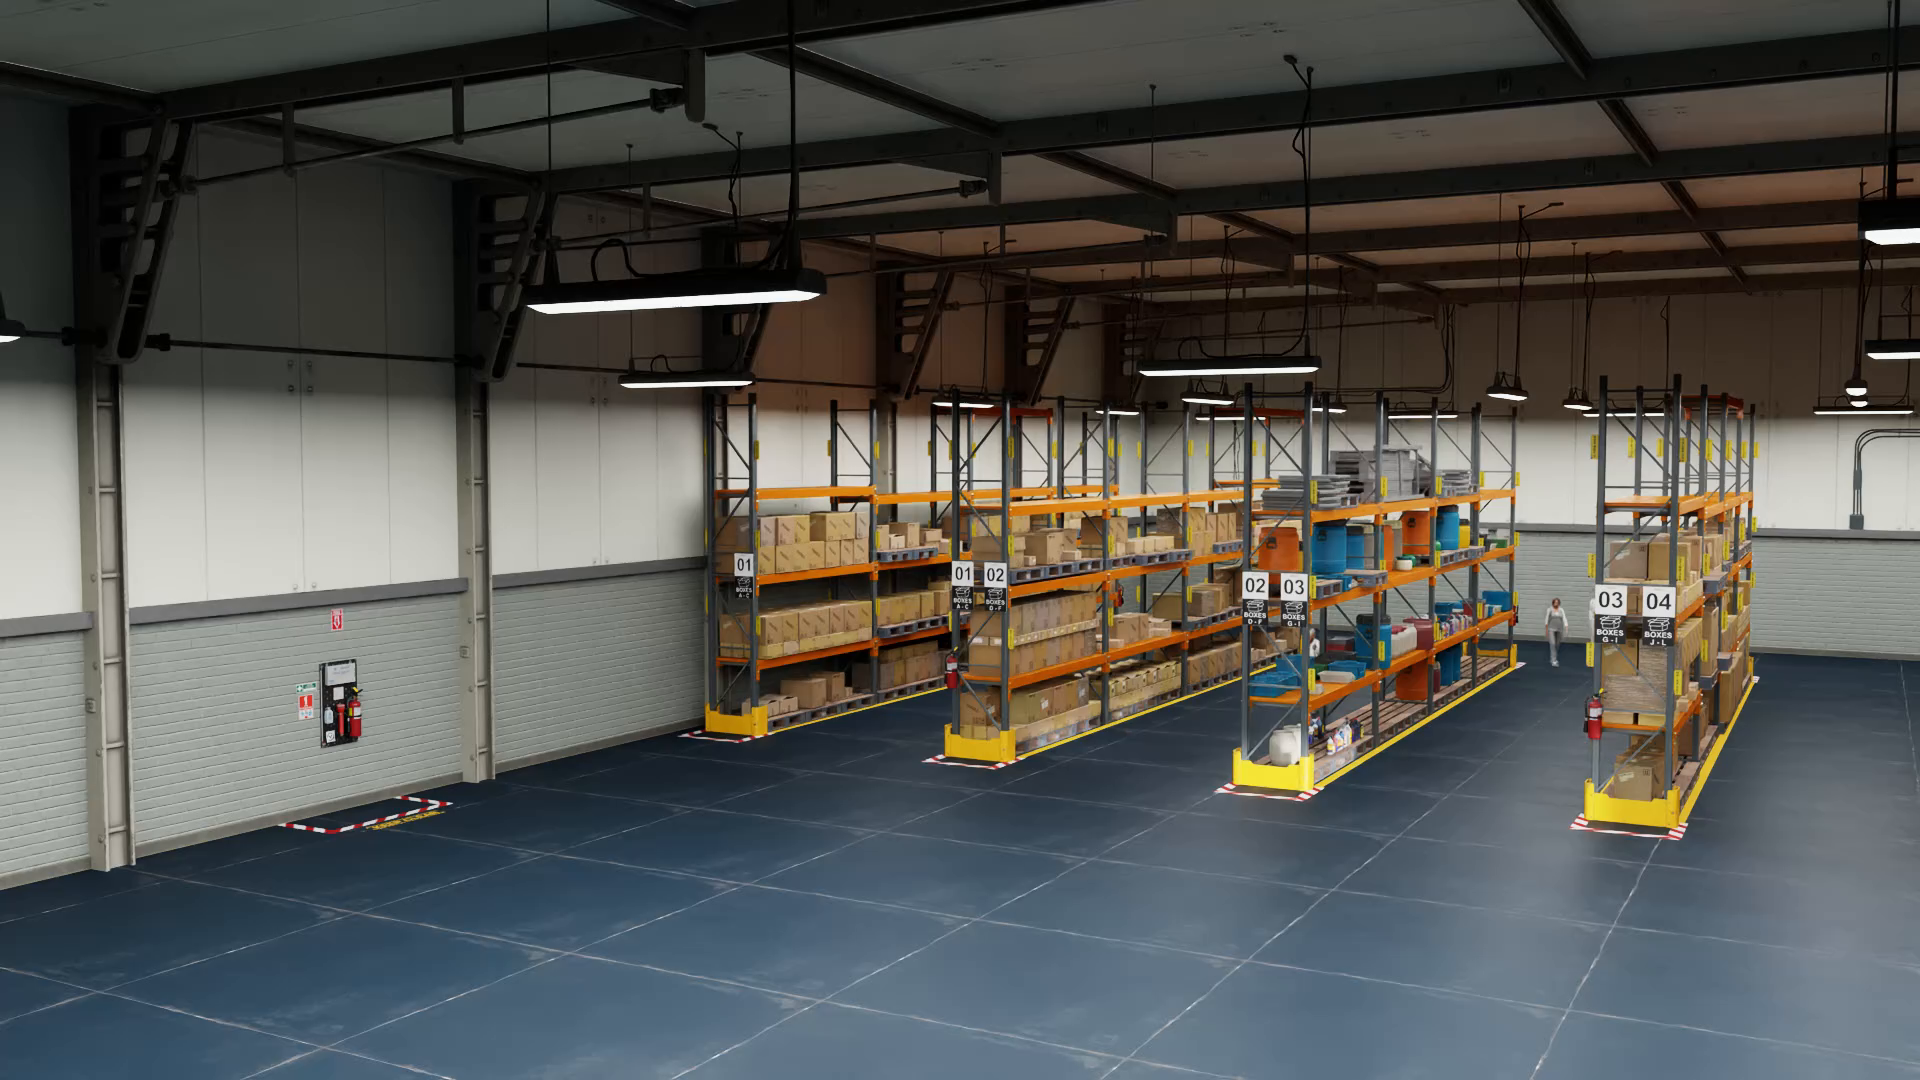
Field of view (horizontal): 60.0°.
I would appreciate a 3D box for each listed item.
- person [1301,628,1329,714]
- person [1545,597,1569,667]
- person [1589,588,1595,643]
[{"bbox_3d":[6.783,2.479,31.706,0.539,1.642,0.640,3,4,43],"label":"person"},{"bbox_3d":[13.828,2.121,38.520,0.466,1.579,0.717,0,3,5],"label":"person"},{"bbox_3d":[15.638,1.973,40.672,0.473,1.633,0.852,2,3,26],"label":"person"}]
